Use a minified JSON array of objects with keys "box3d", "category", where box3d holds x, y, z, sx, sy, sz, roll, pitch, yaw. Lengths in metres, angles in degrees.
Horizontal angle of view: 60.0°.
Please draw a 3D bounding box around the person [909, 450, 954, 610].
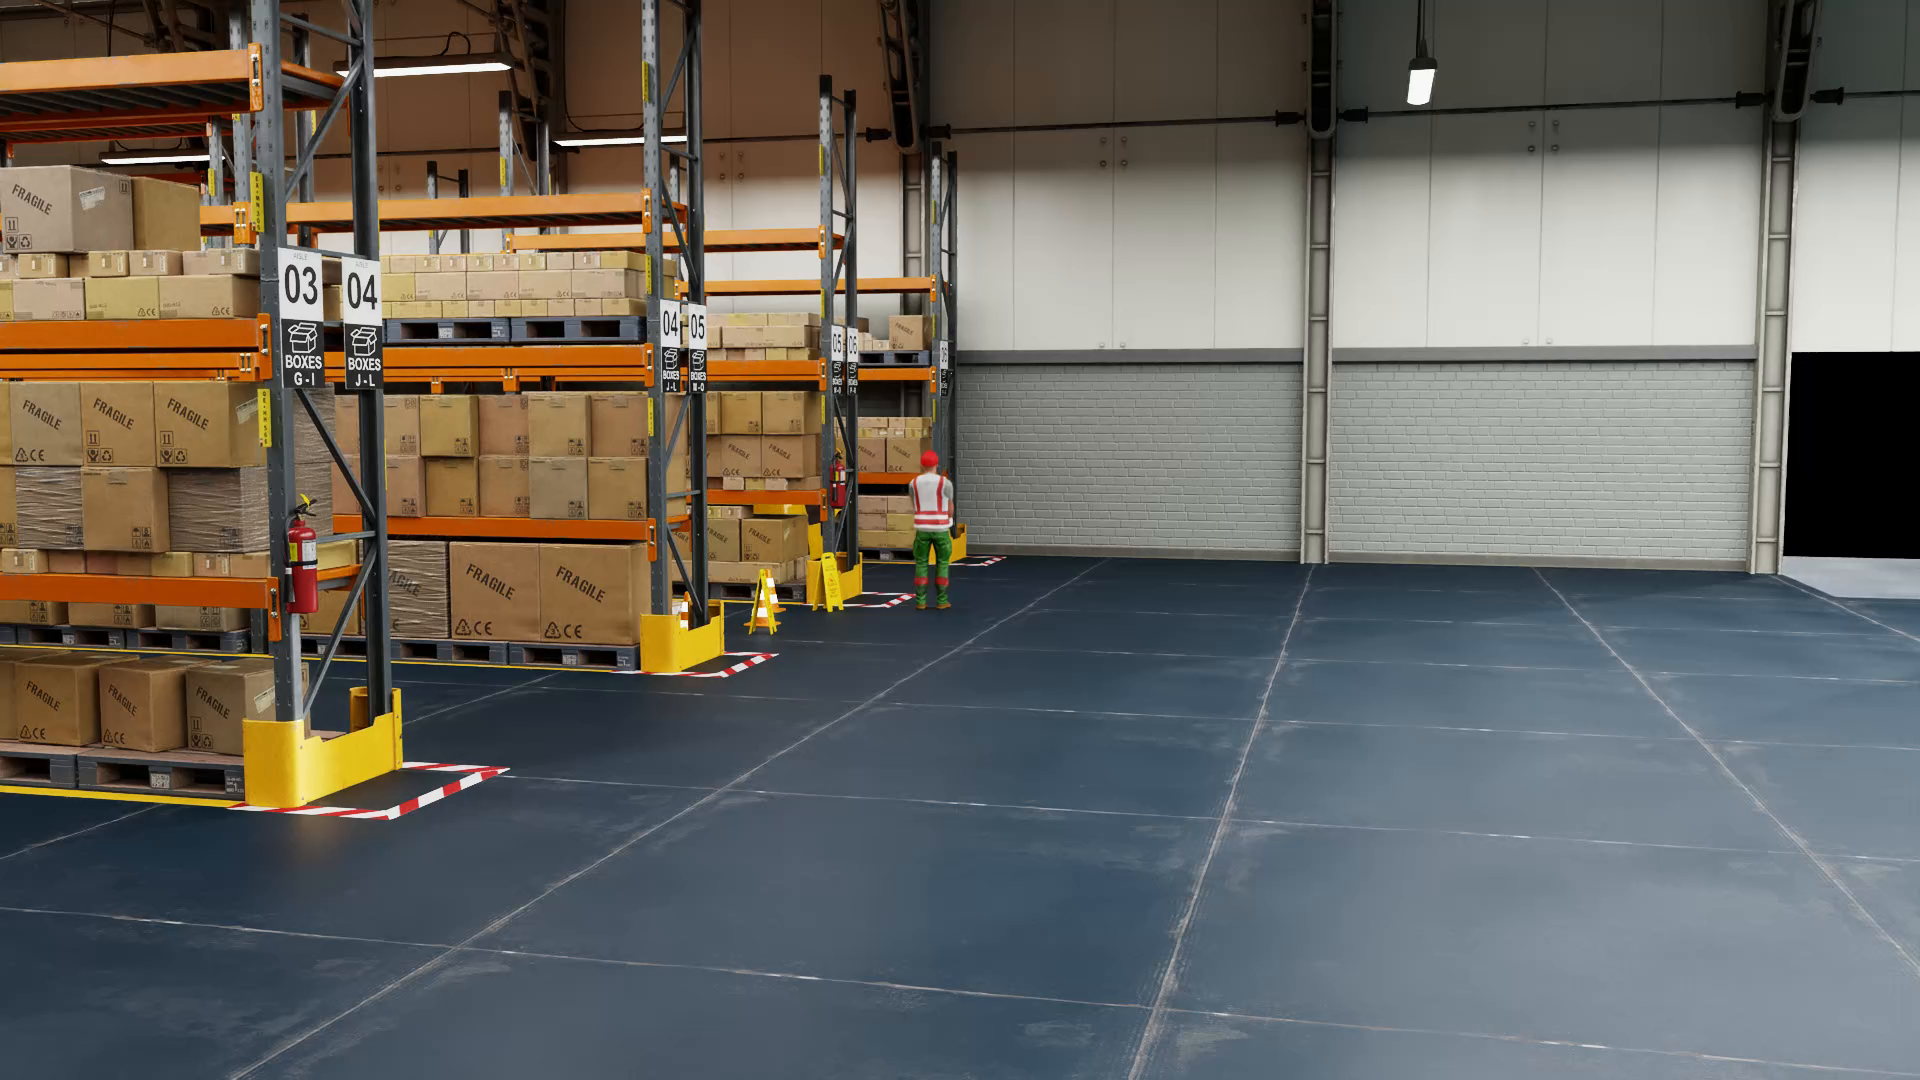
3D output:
[{"box3d":[-0.303,-0.122,18.778,0.511,1.790,0.559,1,5,10],"category":"person"}]
